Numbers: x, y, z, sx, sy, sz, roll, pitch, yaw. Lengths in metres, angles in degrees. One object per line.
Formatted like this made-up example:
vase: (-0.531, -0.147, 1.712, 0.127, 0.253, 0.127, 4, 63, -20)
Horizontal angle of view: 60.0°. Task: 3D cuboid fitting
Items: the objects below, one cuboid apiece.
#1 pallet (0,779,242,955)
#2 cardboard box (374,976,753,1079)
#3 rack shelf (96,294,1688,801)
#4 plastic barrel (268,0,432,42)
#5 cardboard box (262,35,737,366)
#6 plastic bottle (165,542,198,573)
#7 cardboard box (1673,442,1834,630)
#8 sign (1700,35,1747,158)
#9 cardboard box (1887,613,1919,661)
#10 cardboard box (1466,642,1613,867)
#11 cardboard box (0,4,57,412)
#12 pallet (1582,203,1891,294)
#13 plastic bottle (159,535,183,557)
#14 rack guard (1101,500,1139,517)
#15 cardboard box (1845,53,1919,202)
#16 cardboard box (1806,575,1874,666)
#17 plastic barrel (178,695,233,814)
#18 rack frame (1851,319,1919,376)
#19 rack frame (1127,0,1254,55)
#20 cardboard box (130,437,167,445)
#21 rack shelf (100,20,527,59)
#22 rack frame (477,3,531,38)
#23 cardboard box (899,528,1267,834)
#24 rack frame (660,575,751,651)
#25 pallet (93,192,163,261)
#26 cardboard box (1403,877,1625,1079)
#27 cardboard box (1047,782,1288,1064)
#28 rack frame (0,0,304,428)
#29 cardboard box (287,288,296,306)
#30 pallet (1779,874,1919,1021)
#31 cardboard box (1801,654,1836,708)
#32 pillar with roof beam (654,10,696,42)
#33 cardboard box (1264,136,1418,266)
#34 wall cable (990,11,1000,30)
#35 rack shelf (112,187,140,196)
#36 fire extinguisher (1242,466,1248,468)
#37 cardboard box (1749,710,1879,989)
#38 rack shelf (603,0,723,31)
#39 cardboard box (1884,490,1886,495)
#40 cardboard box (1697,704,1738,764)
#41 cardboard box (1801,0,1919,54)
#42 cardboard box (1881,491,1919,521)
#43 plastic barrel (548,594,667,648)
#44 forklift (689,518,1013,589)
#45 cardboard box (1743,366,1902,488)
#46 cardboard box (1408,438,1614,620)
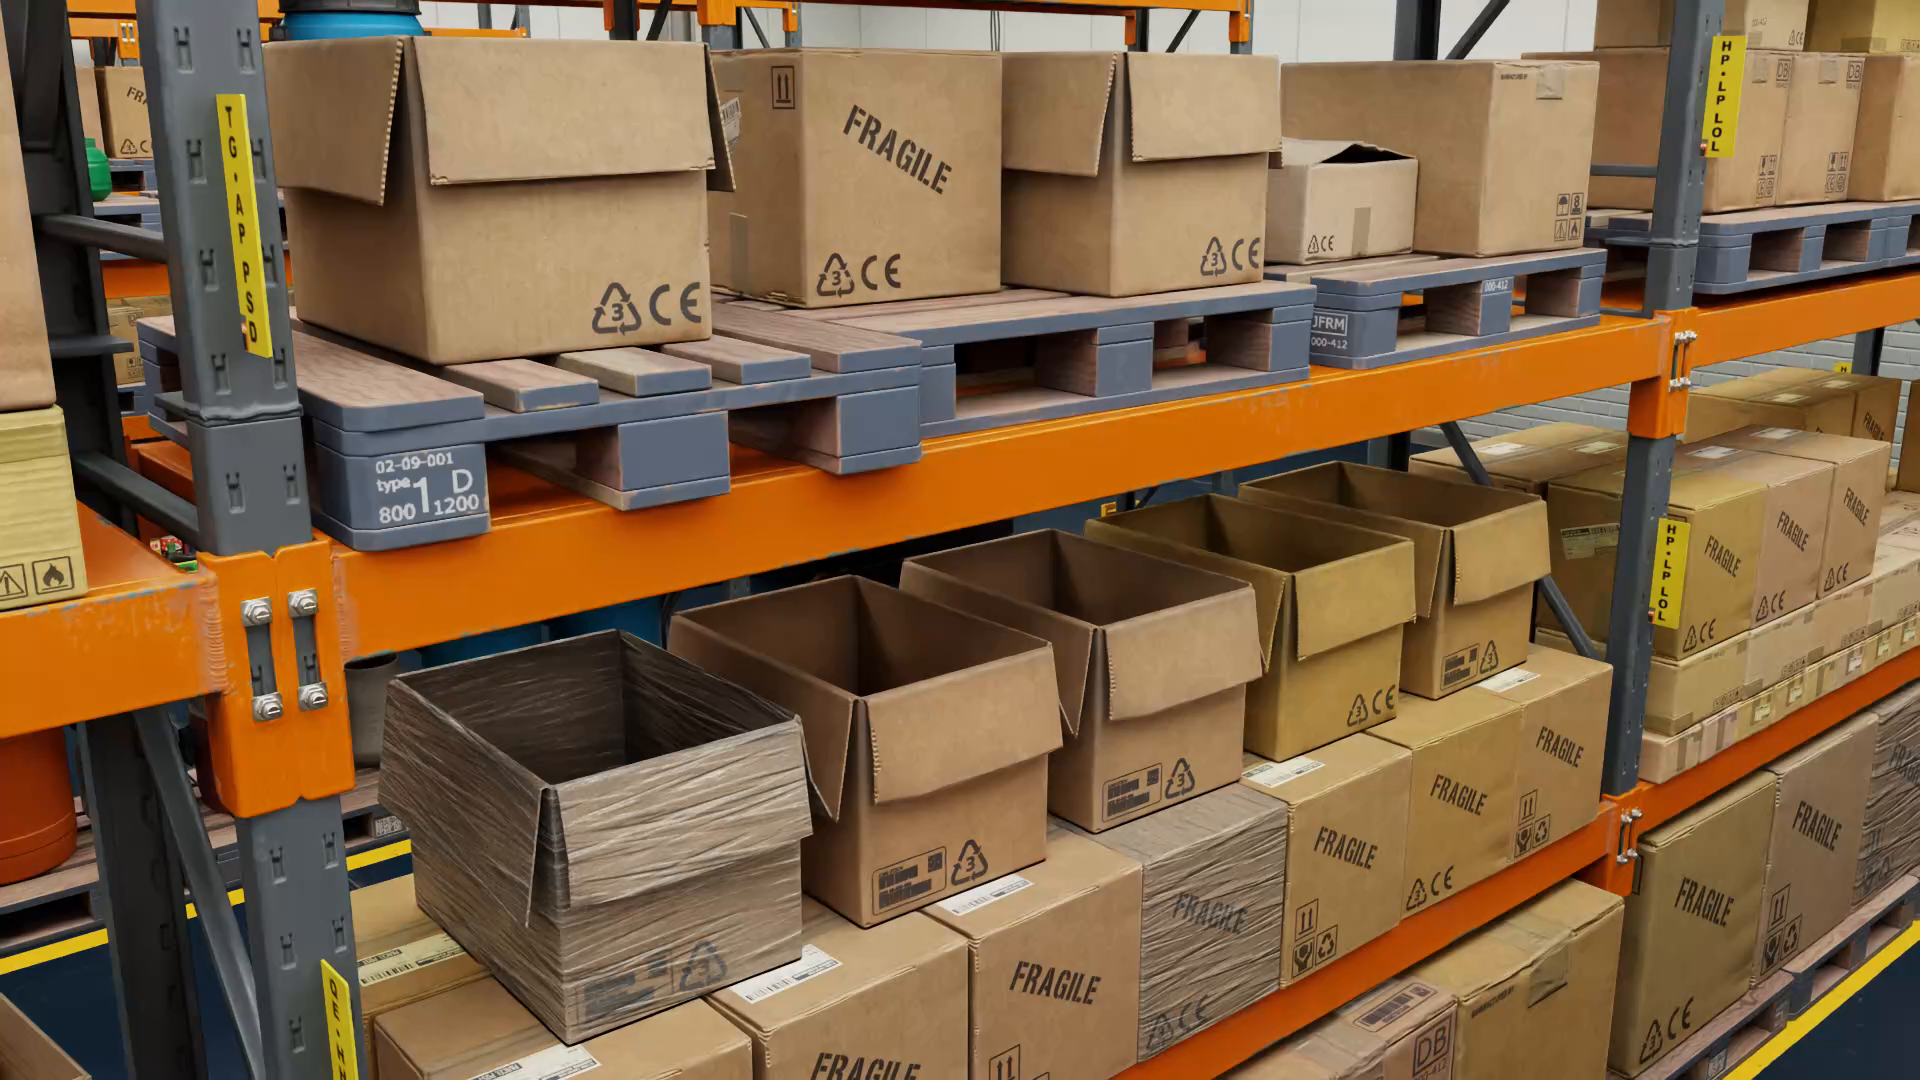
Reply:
pallet: (-3.949, 1.436, 7.464, 1.213, 0.211, 1.003, -13, 19, -39)
cardboard box: (-0.720, 1.117, 3.061, 0.500, 0.500, 0.500, -12, 19, -38)
rack shelf: (0.243, -0.246, 3.938, 4.000, 0.370, 1.077, -13, 19, -39)
plastic barrel: (-2.686, -2.022, 7.411, 0.708, 0.901, 0.600, -13, 19, -39)
cardboard box: (-0.852, -0.624, 2.949, 0.637, 0.503, 0.797, -11, 19, -36)
plastic bottle: (-3.324, 0.145, 7.120, 0.133, 0.283, 0.061, -13, 19, -39)
cardboard box: (2.658, -0.030, 5.809, 0.500, 0.500, 0.500, -13, 19, -39)
sign: (2.116, -1.230, 4.617, 0.005, 0.325, 0.100, -13, 19, -39)
cardboard box: (3.564, 0.344, 6.635, 0.250, 0.149, 0.380, -12, 19, -38)
cardboard box: (1.579, 0.601, 4.993, 0.500, 0.500, 0.500, -13, 19, -39)
cardboard box: (-1.461, -0.415, 2.015, 0.500, 0.500, 0.500, -12, 19, -38)
pallet: (2.376, -1.026, 5.637, 1.213, 0.211, 1.003, -13, 19, -39)
plastic bottle: (-3.704, 0.004, 7.806, 0.097, 0.201, 0.097, 0, 15, 0)
rack guard: (1.528, 0.076, 11.995, 0.348, 0.500, 1.175, -13, 19, -39)
cardboard box: (3.199, -1.527, 6.140, 0.500, 0.500, 0.700, -12, 19, -37)
cardboard box: (3.044, 0.245, 6.234, 0.500, 0.250, 0.500, -12, 19, -38)
plastic barrel: (-3.307, 0.915, 7.870, 0.708, 0.588, 0.600, -13, 19, -39)
rack frame: (4.770, -0.160, 8.038, 0.127, 3.000, 1.000, -13, 19, -39)
rack frame: (1.518, -4.023, 10.874, 0.127, 3.000, 1.000, -13, 19, -39)
cardboard box: (-6.027, -0.575, 12.129, 0.500, 0.250, 0.500, -13, 19, -39)
rack shelf: (-6.494, -5.072, 16.970, 4.000, 0.370, 1.077, -13, 19, -39)
rack frame: (-4.985, -5.952, 18.094, 0.127, 3.000, 1.000, -13, 19, -39)
cardboard box: (0.292, 0.316, 4.115, 0.637, 0.503, 0.797, -12, 19, -38)
rack frame: (-1.499, -0.447, 9.111, 0.127, 3.000, 1.000, -13, 19, -39)
pallet: (-3.875, -1.238, 6.625, 1.213, 0.211, 1.003, -13, 19, -39)
cardboard box: (1.283, 1.453, 5.301, 0.875, 0.875, 1.225, -13, 19, -39)
cardboard box: (0.430, 0.858, 4.033, 0.500, 0.500, 0.500, -13, 19, -39)
rack frame: (-1.265, -1.704, 2.190, 0.127, 3.000, 1.000, -13, 19, -39)
cardboard box: (-5.252, -1.626, 12.519, 0.700, 0.500, 0.500, 8, 17, 28)
pallet: (3.298, 1.543, 7.064, 1.213, 0.211, 1.003, -13, 19, -39)
cardboard box: (2.980, 0.476, 6.143, 0.250, 0.149, 0.380, -13, 20, -40)
pillar with roof beam: (-0.690, -5.739, 17.299, 0.400, 9.000, 9.100, -13, 19, -39)
cardboard box: (0.866, -0.923, 4.441, 0.500, 0.311, 0.500, -14, 20, -41)
wall cable: (1.292, -7.253, 19.198, 0.112, 2.526, 3.097, -13, 19, -39)
rack shelf: (-6.257, -2.175, 11.161, 4.000, 0.370, 1.077, -13, 19, -39)
fire extinguisher: (1.931, -0.844, 11.470, 0.183, 0.674, 0.296, -13, 19, -39)
cardboard box: (2.982, 1.092, 6.652, 0.875, 0.875, 0.875, -13, 19, -39)
rack shelf: (-3.008, -2.466, 7.213, 4.000, 0.370, 1.077, -13, 19, -39)
cardboard box: (3.843, -0.114, 7.577, 0.500, 0.250, 0.500, -13, 20, -40)
cardboard box: (2.392, 0.609, 5.645, 0.250, 0.149, 0.380, -14, 20, -41)
cardboard box: (3.239, -1.931, 6.200, 0.500, 0.250, 0.500, -13, 20, -41)
cardboard box: (4.195, -0.012, 7.197, 0.500, 0.250, 0.500, -13, 20, -40)
plastic barrel: (-1.921, 0.453, 8.995, 0.708, 0.901, 0.600, -13, 19, -39)
forklift: (-1.054, -1.172, 11.960, 3.031, 2.935, 1.130, -12, 19, -37)
cardboard box: (3.853, -0.480, 7.497, 0.500, 0.500, 0.500, -13, 20, -41)
cardboard box: (1.923, -0.046, 5.872, 0.500, 0.500, 0.500, -12, 19, -38)
